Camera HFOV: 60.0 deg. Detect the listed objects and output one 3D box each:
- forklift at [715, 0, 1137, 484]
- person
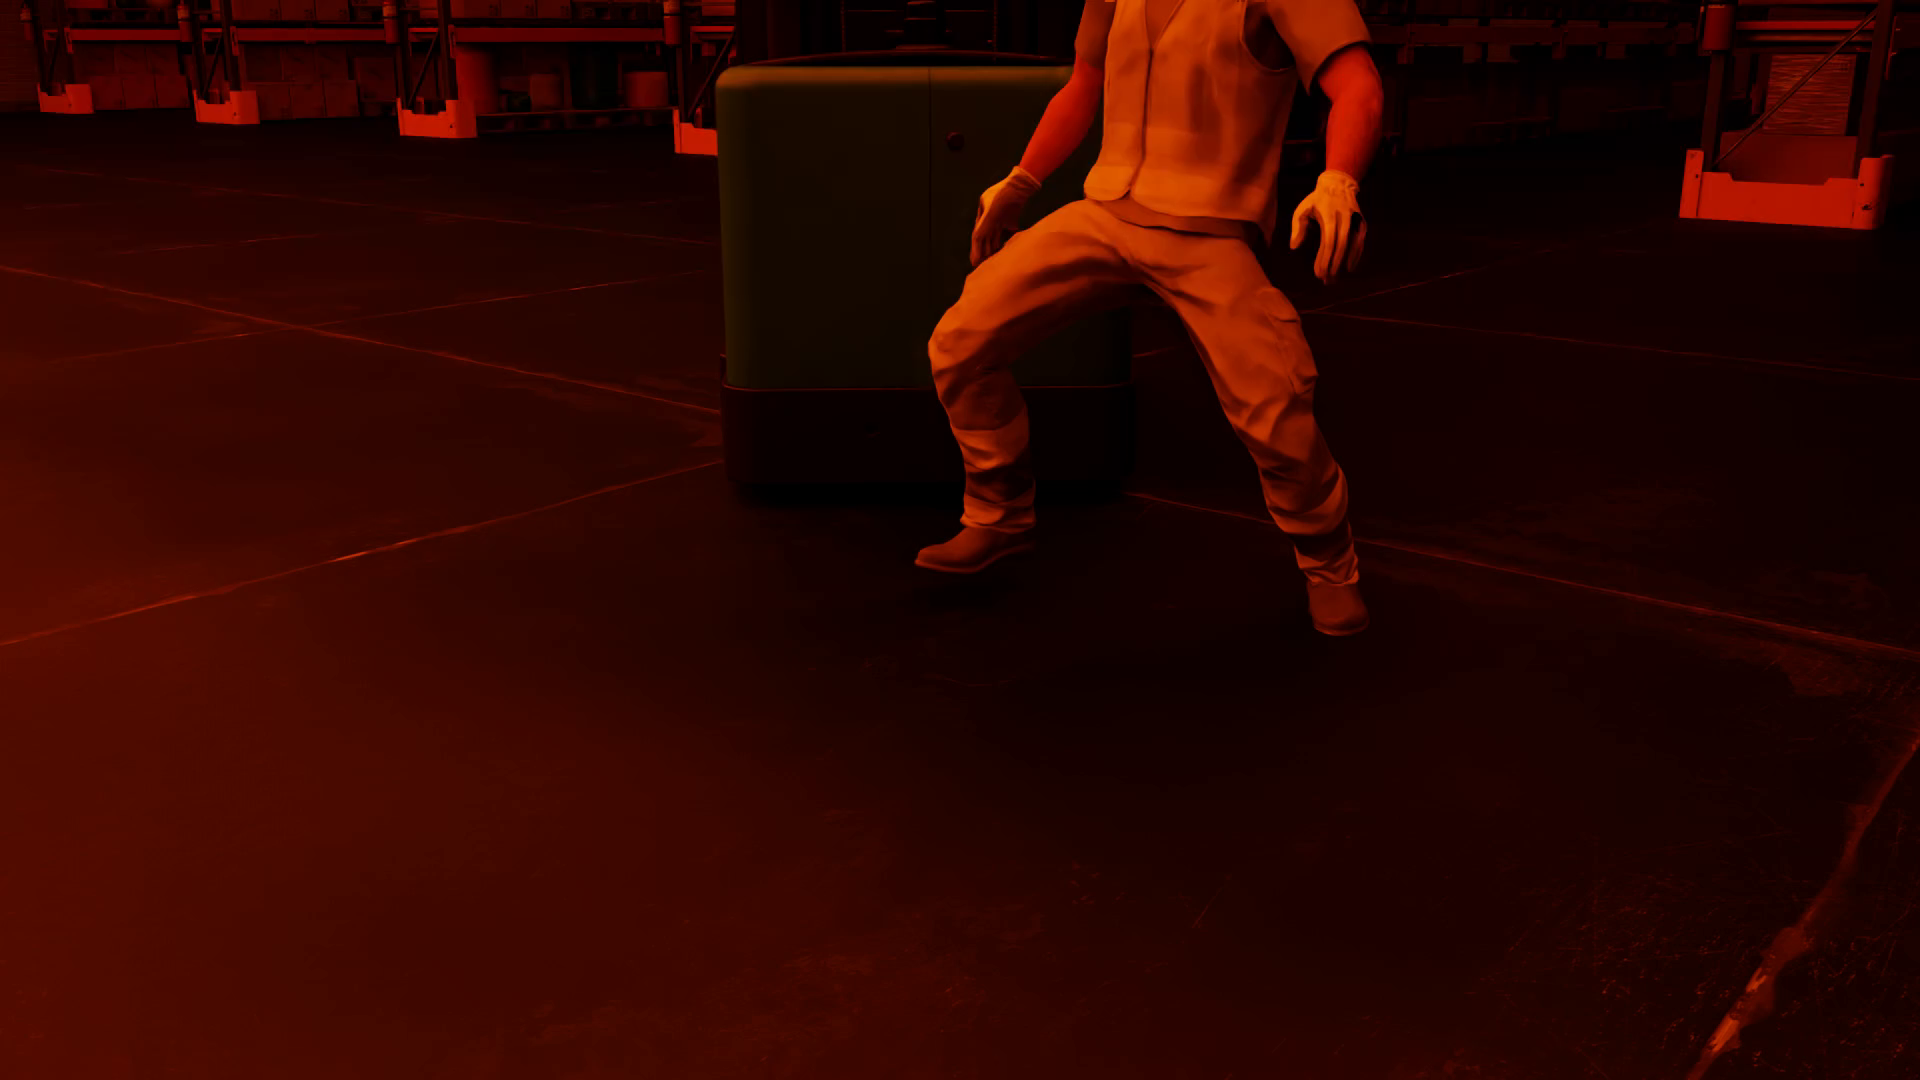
[{"bbox_3d":[-0.148,-1.918,5.213,1.130,2.935,3.031,-1,17,-3],"label":"forklift"},{"bbox_3d":[0.445,-0.625,3.228,0.979,1.647,0.711,16,23,42],"label":"person"}]
